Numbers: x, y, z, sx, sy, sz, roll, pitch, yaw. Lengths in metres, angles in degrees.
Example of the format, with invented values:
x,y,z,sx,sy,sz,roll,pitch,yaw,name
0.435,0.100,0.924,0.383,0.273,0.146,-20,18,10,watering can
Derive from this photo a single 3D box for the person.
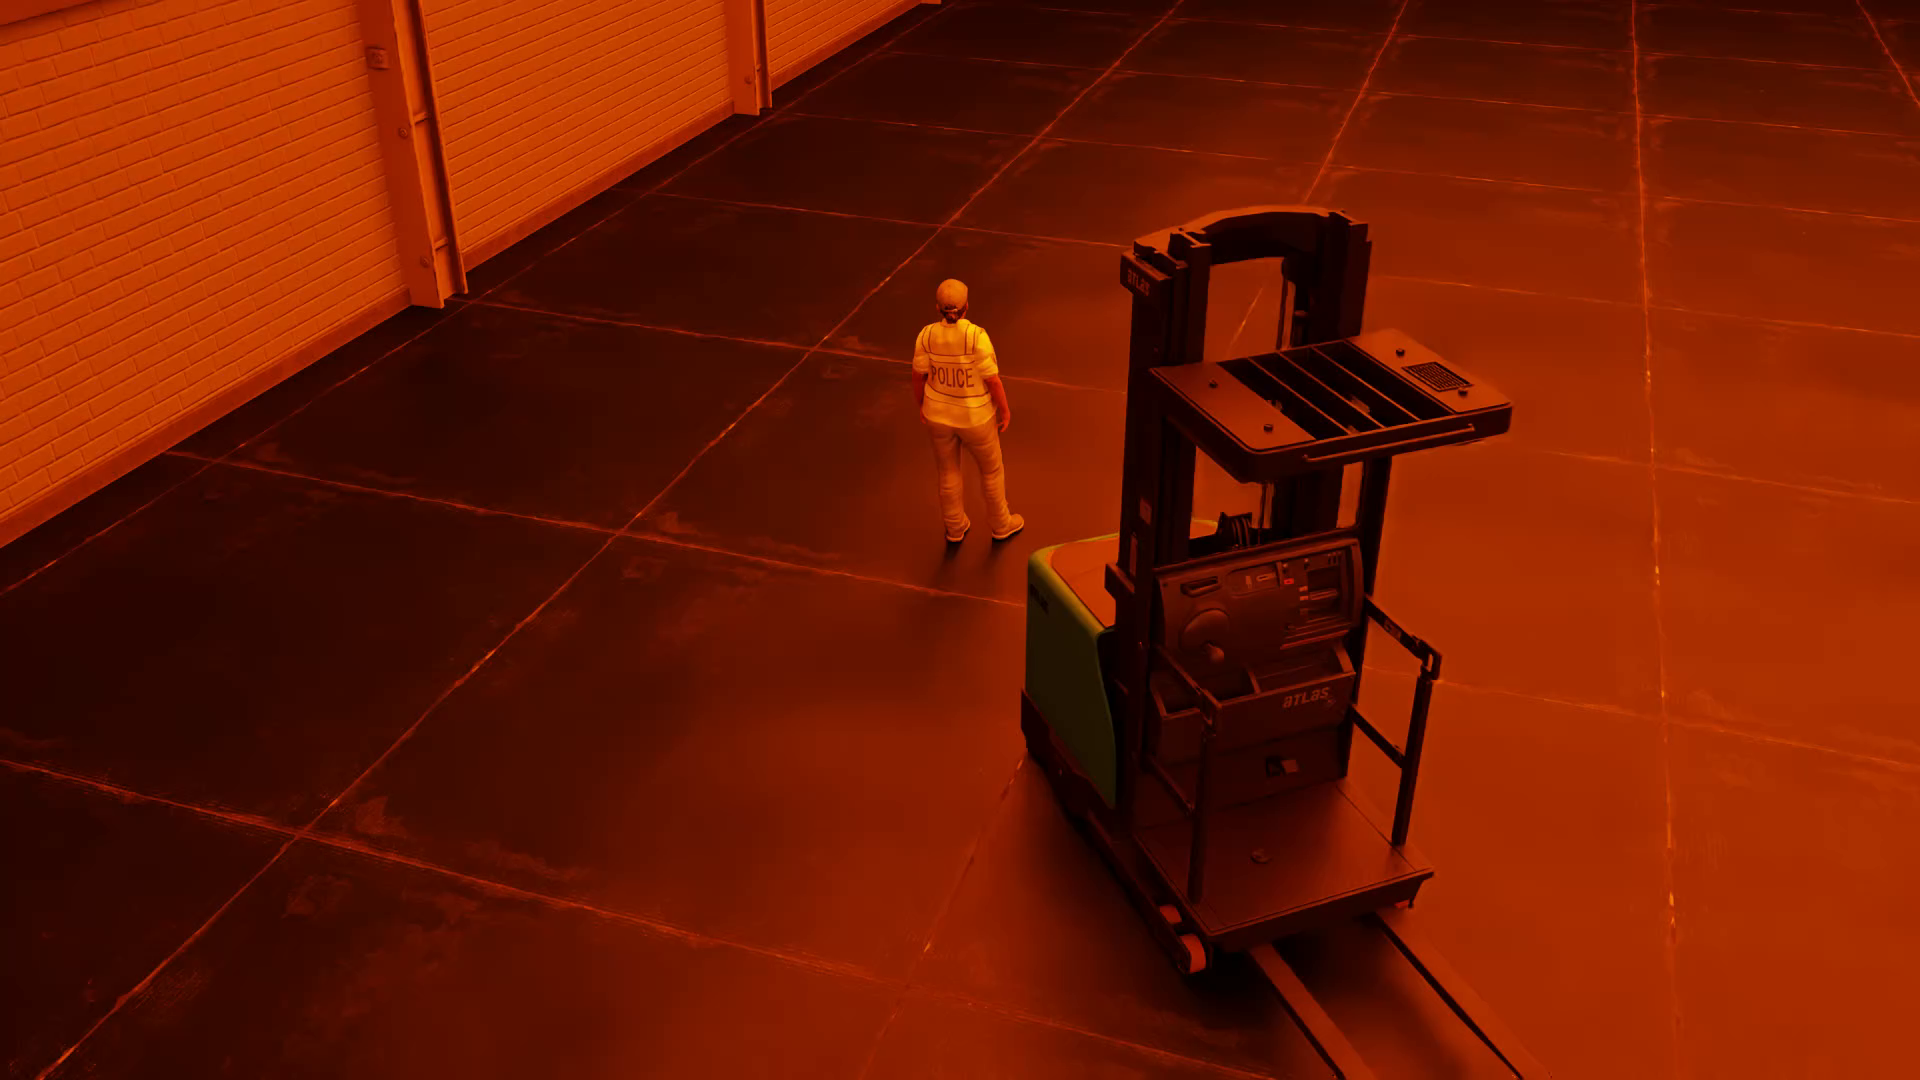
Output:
x,y,z,sx,sy,sz,roll,pitch,yaw,name
0.046,-0.763,9.736,0.599,1.670,0.529,10,31,16,person

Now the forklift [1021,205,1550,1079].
x,y,z,sx,sy,sz,roll,pitch,yaw,name
1.316,0.296,6.617,1.130,2.935,3.031,-11,32,-19,forklift
